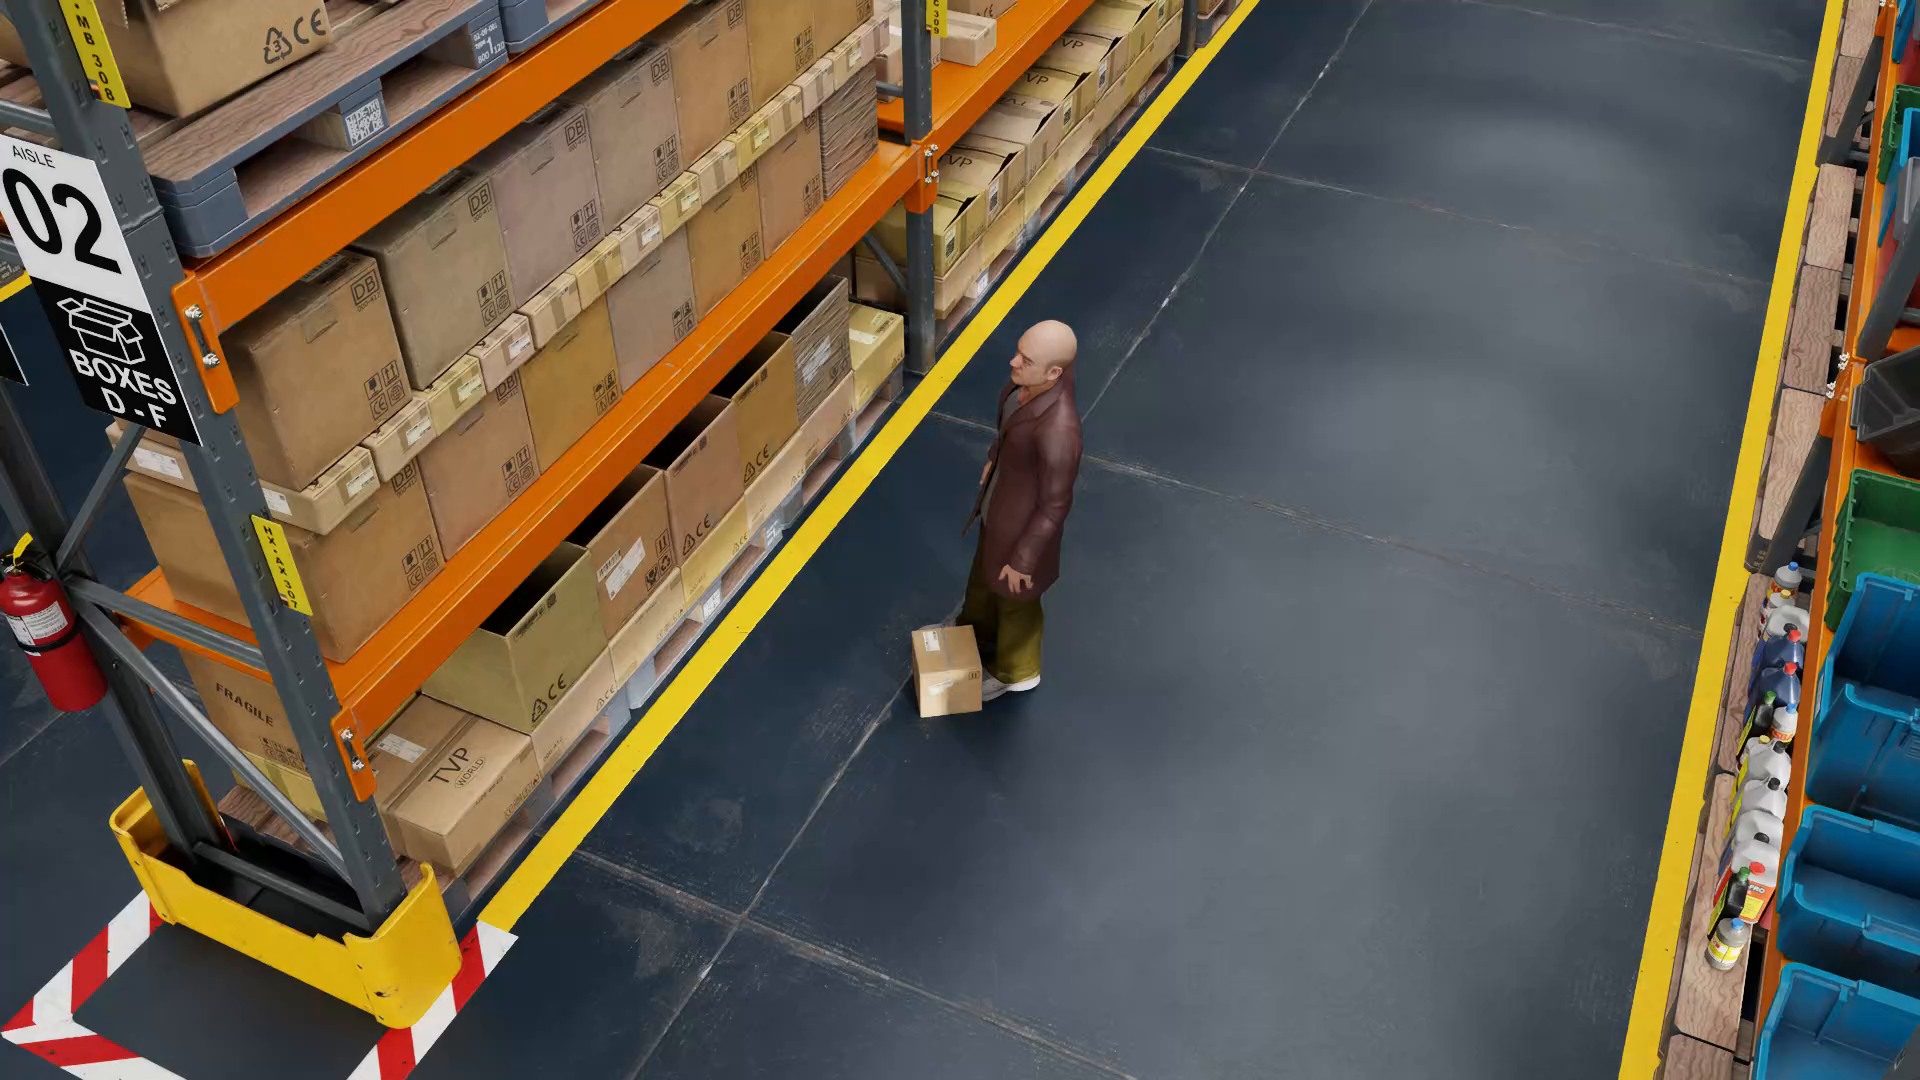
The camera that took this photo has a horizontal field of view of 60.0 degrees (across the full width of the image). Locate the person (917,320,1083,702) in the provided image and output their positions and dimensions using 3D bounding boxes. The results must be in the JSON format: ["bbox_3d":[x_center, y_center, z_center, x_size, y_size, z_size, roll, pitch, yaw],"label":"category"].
[{"bbox_3d":[0.135,-0.079,6.246,0.579,1.779,0.697,-4,42,-5],"label":"person"}]
